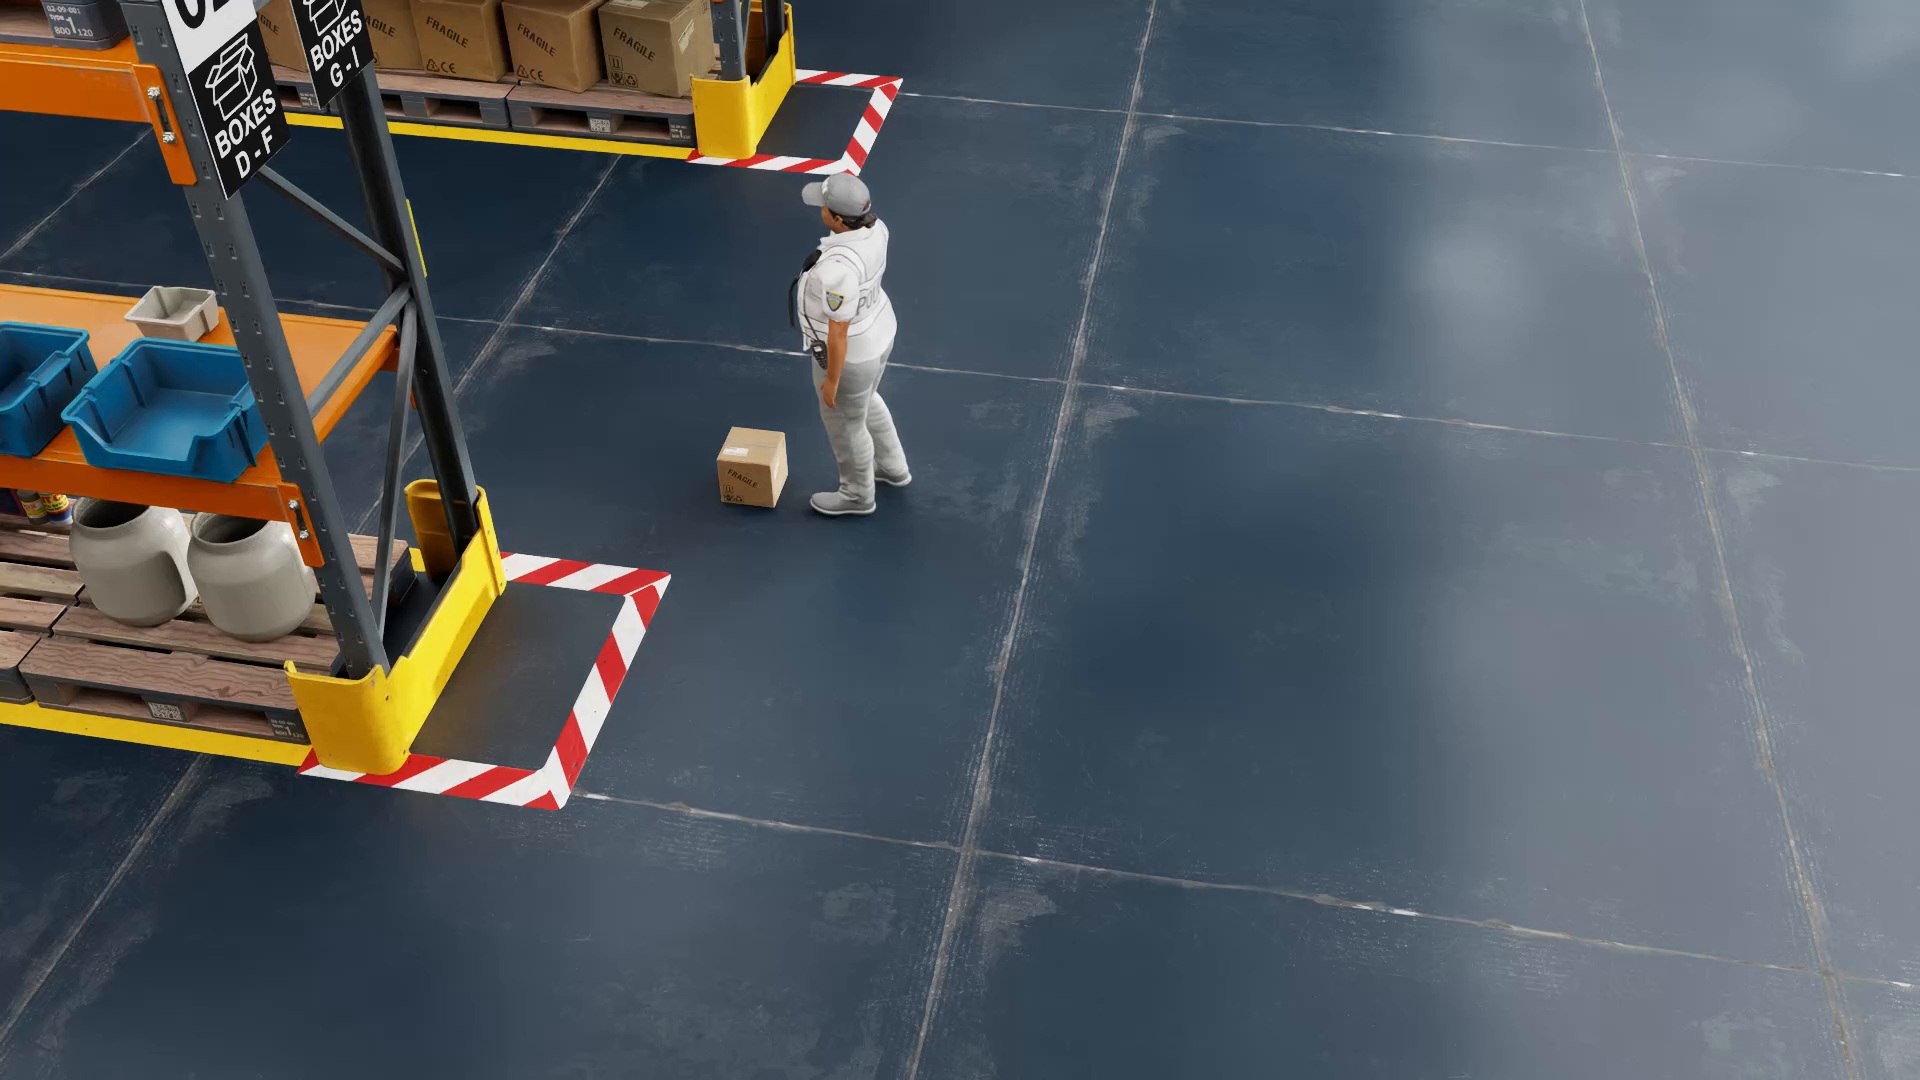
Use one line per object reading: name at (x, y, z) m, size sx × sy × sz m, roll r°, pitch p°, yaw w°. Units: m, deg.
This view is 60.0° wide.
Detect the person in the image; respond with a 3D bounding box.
person at (-0.457, -0.818, 7.095) m, size 0.415 × 1.674 × 0.531 m, roll 12°, pitch 42°, yaw 13°
